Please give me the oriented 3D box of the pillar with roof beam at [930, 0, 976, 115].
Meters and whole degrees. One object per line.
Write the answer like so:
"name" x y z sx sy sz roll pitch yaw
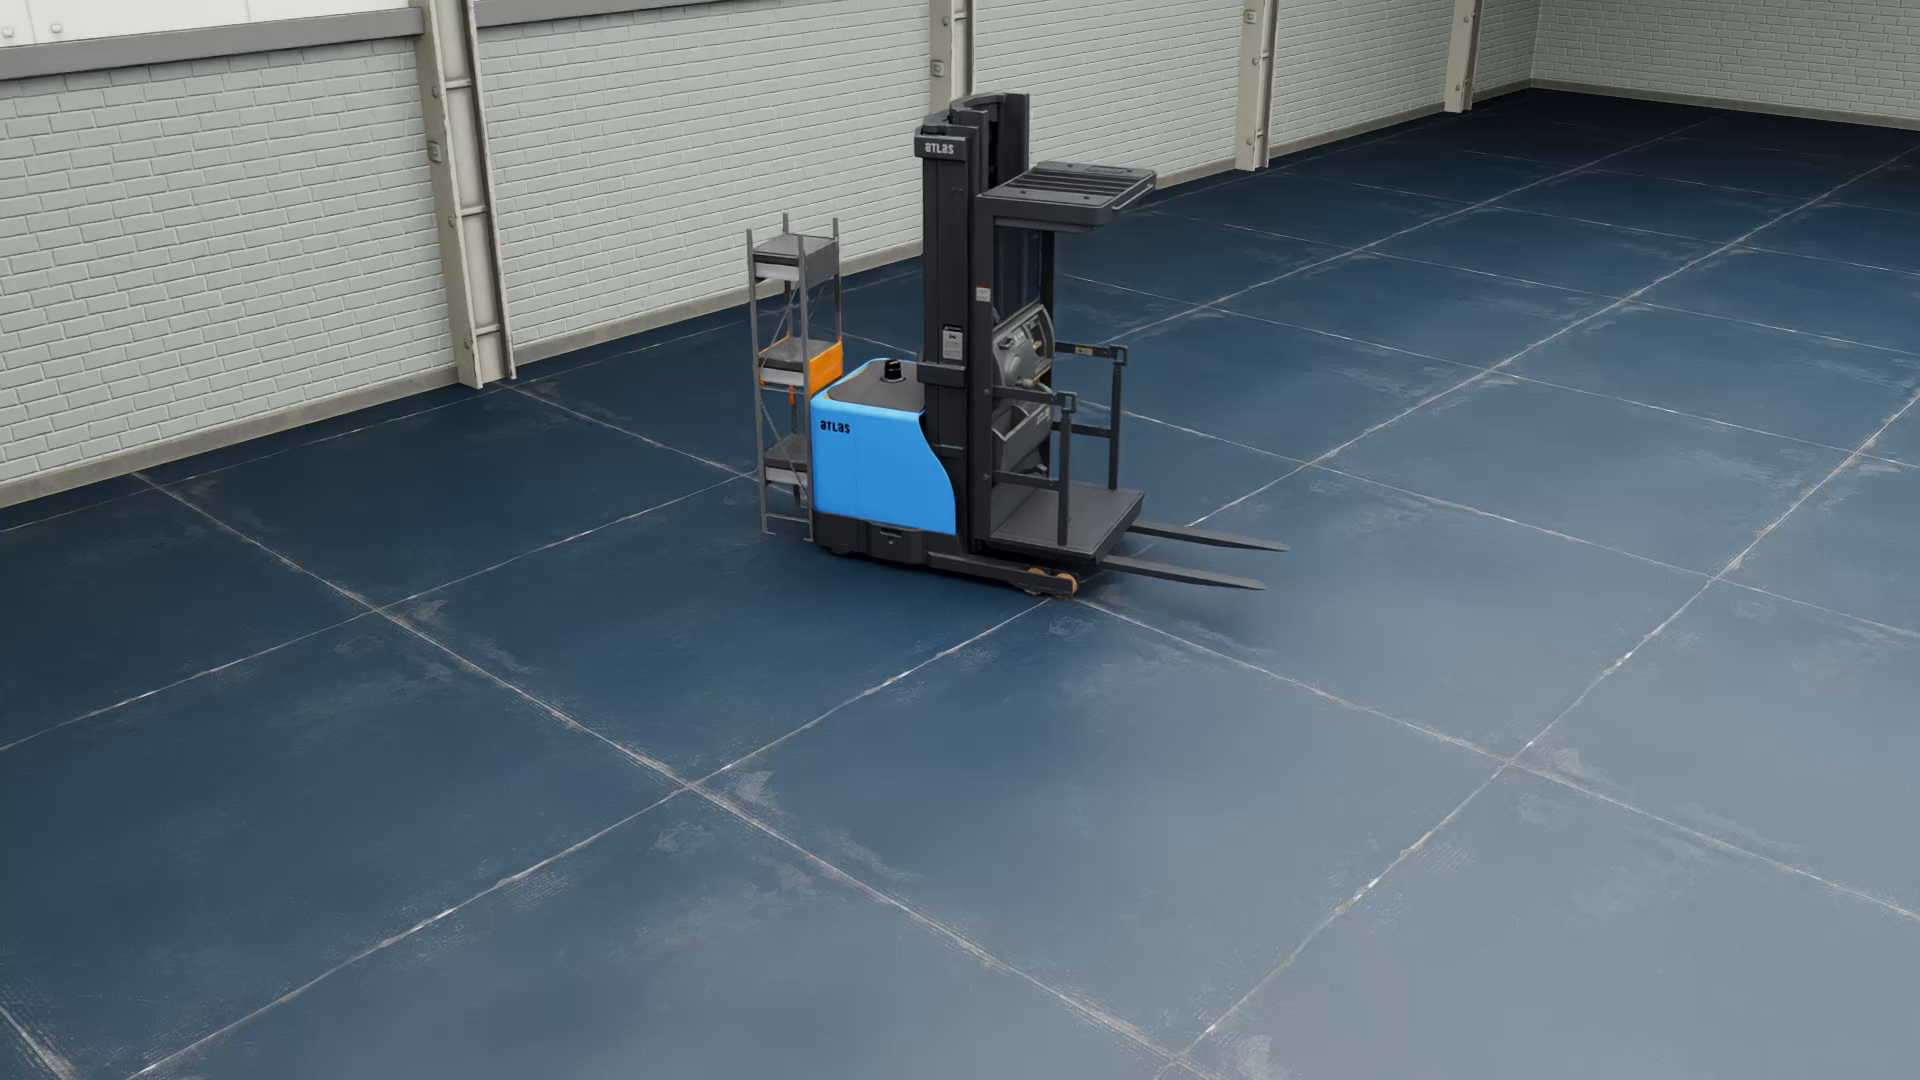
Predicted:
"pillar with roof beam" 3.133 -6.143 13.951 9.100 9.000 0.400 20 31 38

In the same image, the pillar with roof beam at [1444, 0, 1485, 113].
"pillar with roof beam" 11.142 -9.799 22.105 9.100 9.000 0.400 20 31 38

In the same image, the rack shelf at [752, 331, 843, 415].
"rack shelf" -1.071 -1.057 11.074 0.431 0.518 0.480 10 26 20

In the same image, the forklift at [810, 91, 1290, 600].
"forklift" 0.585 -1.207 10.360 3.031 2.935 1.130 10 26 21

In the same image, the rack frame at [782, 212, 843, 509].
"rack frame" -0.978 -1.162 11.274 0.400 2.100 0.015 10 26 20

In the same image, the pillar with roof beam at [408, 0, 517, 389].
"pillar with roof beam" -0.871 -4.315 9.874 9.100 9.000 0.400 20 31 38

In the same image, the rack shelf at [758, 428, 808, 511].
"rack shelf" -1.071 -0.418 11.360 0.431 0.518 0.480 10 26 20

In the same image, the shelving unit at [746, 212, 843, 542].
"shelving unit" -1.071 -1.069 11.069 0.431 2.100 0.503 10 26 20

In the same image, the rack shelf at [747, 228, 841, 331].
"rack shelf" -1.071 -1.696 10.788 0.431 0.518 0.480 10 26 20

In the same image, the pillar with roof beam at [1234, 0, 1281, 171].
"pillar with roof beam" 7.137 -7.971 18.028 9.100 9.000 0.400 20 31 38

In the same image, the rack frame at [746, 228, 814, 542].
"rack frame" -1.163 -0.977 10.863 0.400 2.100 0.015 10 26 20
